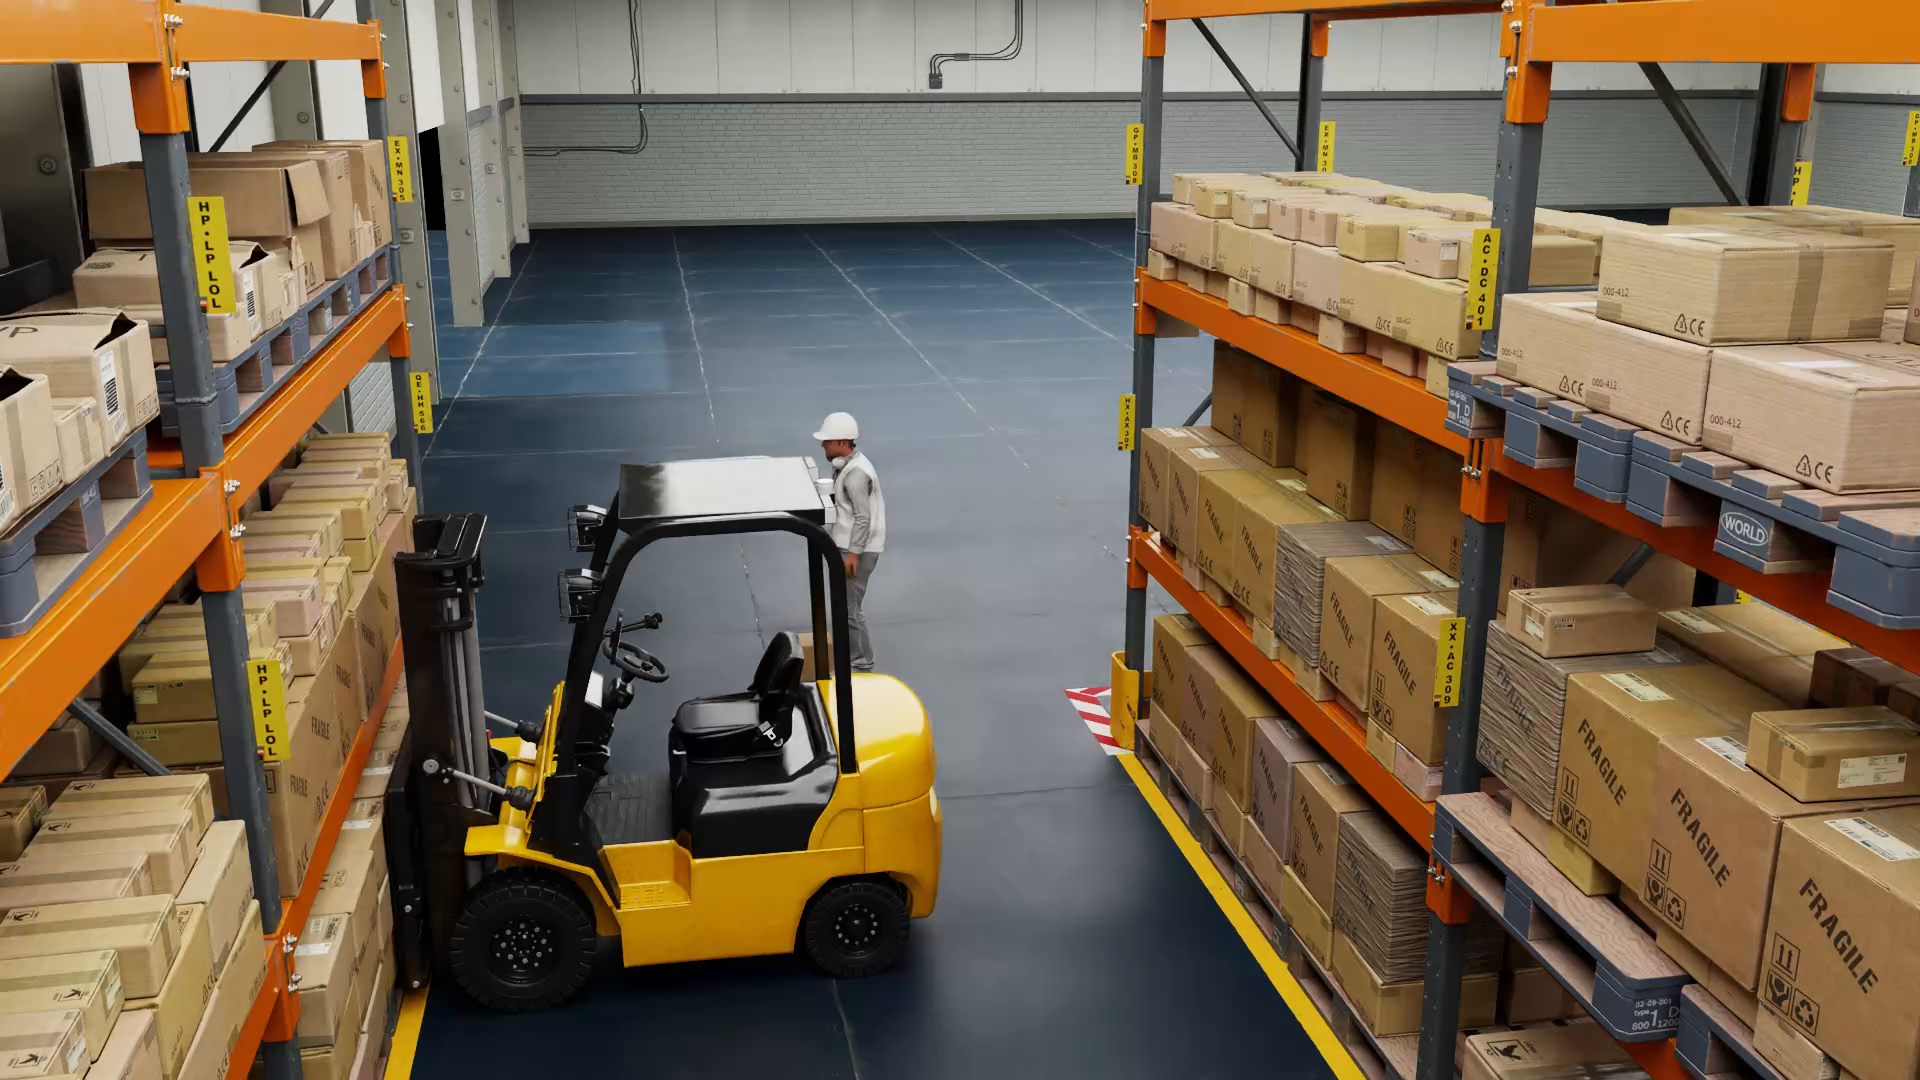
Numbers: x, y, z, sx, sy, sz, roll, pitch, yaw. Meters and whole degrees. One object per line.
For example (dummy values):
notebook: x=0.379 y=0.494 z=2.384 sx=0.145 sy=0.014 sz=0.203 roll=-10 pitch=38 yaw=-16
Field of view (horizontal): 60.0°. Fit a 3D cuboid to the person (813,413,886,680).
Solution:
person: x=-0.720 y=0.031 z=10.878 sx=0.457 sy=1.773 sz=0.593 roll=-4 pitch=17 yaw=-13
